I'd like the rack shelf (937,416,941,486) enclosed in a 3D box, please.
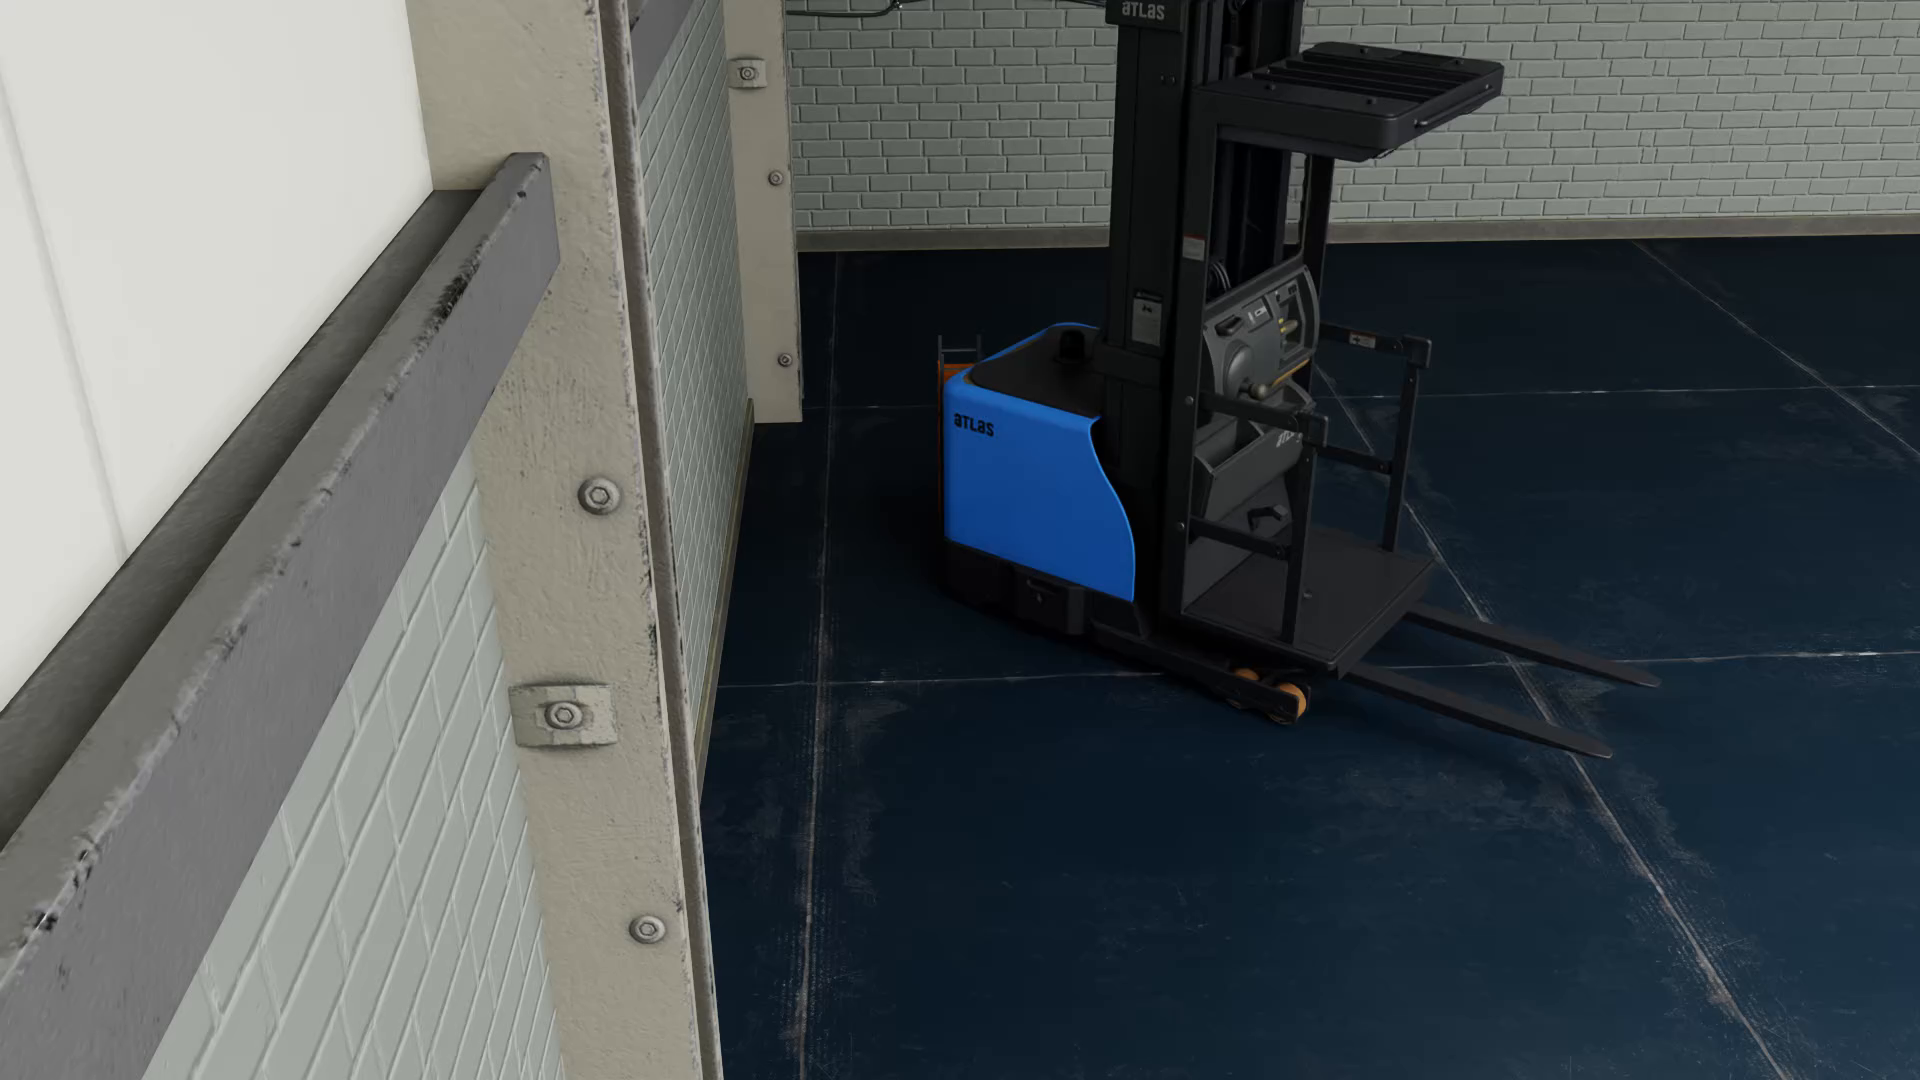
[{"bbox_3d":[0.003,-0.431,7.965,0.215,0.259,0.240,-1,28,-3],"label":"rack shelf"}]

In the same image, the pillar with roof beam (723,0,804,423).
[{"bbox_3d":[3.227,-4.860,7.838,9.100,9.000,0.400,-1,28,-3],"label":"pillar with roof beam"}]

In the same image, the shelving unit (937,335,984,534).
[{"bbox_3d":[0.003,-0.441,7.960,0.215,1.050,0.252,-1,28,-3],"label":"shelving unit"}]

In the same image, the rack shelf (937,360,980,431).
[{"bbox_3d":[0.003,-0.683,7.834,0.215,0.259,0.240,-1,28,-3],"label":"rack shelf"}]

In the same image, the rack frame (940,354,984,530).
[{"bbox_3d":[0.009,-0.384,7.852,0.200,1.050,0.008,-1,28,-3],"label":"rack frame"}]

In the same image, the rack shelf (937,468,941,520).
[{"bbox_3d":[0.003,-0.185,8.093,0.215,0.259,0.240,-1,28,-3],"label":"rack shelf"}]

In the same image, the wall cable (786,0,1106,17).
[{"bbox_3d":[0.095,-4.772,11.026,3.097,2.526,0.112,-1,28,-3],"label":"wall cable"}]

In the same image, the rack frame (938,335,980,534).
[{"bbox_3d":[-0.004,-0.497,8.068,0.200,1.050,0.008,-1,28,-3],"label":"rack frame"}]

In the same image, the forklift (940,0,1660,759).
[{"bbox_3d":[1.399,-0.825,6.663,3.031,2.935,1.130,19,33,32],"label":"forklift"}]
